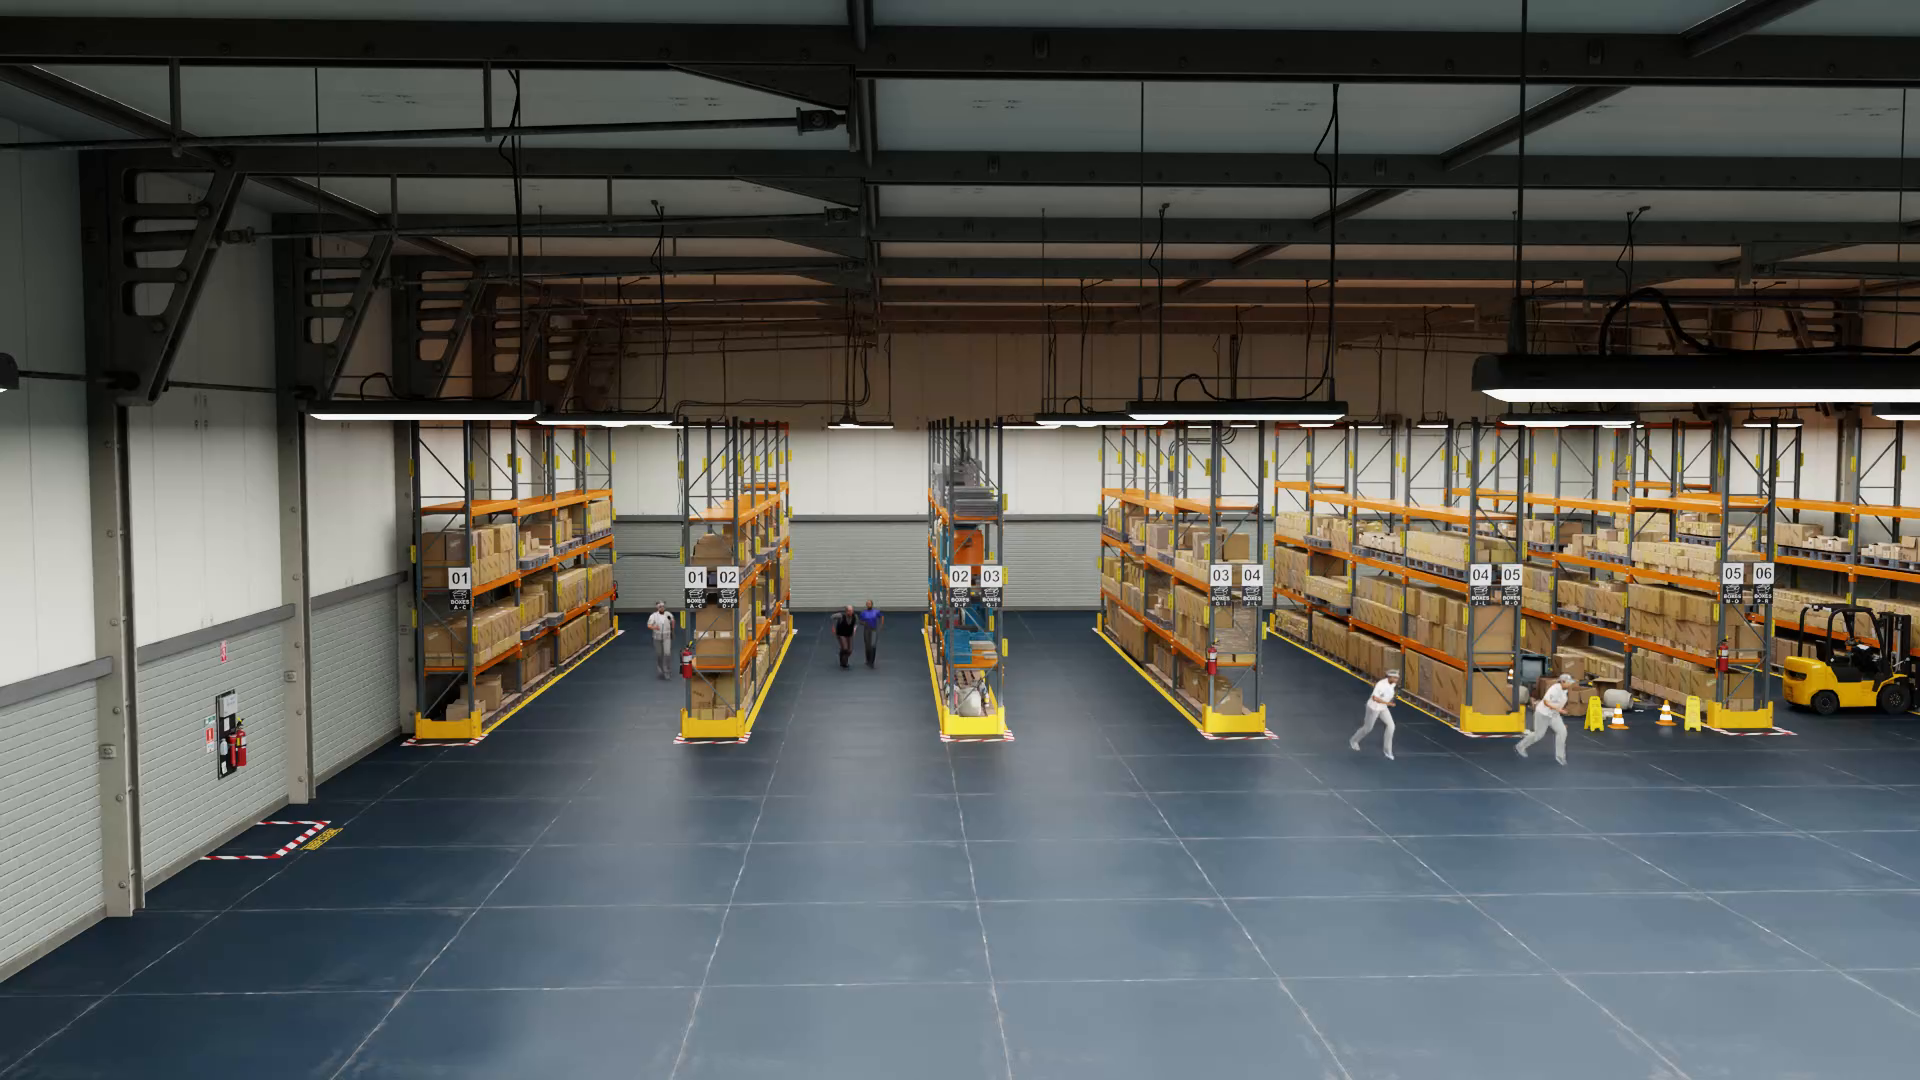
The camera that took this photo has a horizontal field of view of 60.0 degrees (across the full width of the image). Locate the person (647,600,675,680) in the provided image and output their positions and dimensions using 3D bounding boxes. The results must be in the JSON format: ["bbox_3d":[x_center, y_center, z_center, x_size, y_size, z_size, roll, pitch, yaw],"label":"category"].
[{"bbox_3d":[-6.948,2.312,38.692,0.644,1.839,0.826,-1,4,-11],"label":"person"}]

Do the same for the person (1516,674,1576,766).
[{"bbox_3d":[10.137,3.085,28.770,1.035,1.628,0.648,3,5,43],"label":"person"}]

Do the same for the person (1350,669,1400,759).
[{"bbox_3d":[7.337,3.047,29.400,0.619,1.623,0.979,-3,5,-43],"label":"person"}]

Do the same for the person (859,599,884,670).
[{"bbox_3d":[-2.158,2.332,40.367,0.581,1.603,0.765,0,4,2],"label":"person"}]

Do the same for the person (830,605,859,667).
[{"bbox_3d":[-2.784,2.330,40.151,0.685,1.548,0.866,-2,4,-23],"label":"person"}]
